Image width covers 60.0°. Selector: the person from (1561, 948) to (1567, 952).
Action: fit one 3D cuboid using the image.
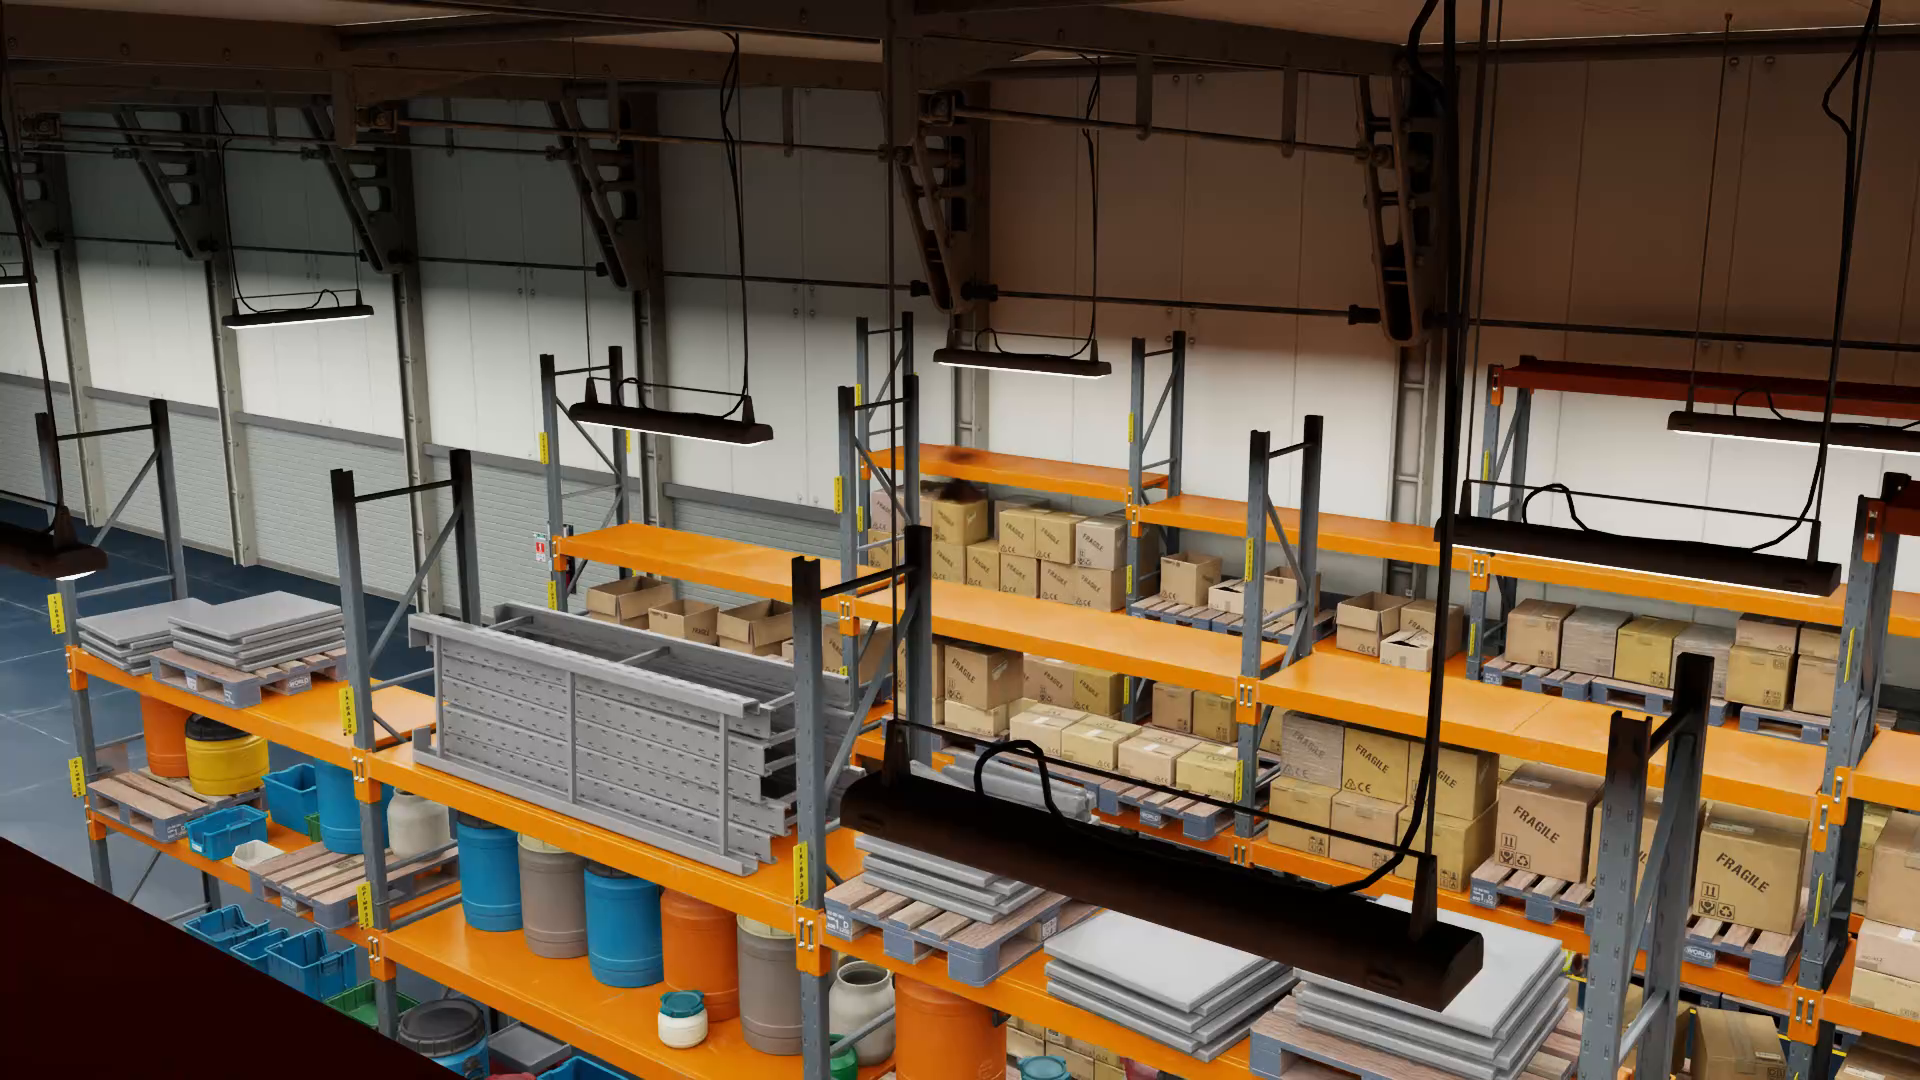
[{"bbox_3d":[5.299,3.814,15.104,0.982,1.719,0.683,8,15,32],"label":"person"}]
